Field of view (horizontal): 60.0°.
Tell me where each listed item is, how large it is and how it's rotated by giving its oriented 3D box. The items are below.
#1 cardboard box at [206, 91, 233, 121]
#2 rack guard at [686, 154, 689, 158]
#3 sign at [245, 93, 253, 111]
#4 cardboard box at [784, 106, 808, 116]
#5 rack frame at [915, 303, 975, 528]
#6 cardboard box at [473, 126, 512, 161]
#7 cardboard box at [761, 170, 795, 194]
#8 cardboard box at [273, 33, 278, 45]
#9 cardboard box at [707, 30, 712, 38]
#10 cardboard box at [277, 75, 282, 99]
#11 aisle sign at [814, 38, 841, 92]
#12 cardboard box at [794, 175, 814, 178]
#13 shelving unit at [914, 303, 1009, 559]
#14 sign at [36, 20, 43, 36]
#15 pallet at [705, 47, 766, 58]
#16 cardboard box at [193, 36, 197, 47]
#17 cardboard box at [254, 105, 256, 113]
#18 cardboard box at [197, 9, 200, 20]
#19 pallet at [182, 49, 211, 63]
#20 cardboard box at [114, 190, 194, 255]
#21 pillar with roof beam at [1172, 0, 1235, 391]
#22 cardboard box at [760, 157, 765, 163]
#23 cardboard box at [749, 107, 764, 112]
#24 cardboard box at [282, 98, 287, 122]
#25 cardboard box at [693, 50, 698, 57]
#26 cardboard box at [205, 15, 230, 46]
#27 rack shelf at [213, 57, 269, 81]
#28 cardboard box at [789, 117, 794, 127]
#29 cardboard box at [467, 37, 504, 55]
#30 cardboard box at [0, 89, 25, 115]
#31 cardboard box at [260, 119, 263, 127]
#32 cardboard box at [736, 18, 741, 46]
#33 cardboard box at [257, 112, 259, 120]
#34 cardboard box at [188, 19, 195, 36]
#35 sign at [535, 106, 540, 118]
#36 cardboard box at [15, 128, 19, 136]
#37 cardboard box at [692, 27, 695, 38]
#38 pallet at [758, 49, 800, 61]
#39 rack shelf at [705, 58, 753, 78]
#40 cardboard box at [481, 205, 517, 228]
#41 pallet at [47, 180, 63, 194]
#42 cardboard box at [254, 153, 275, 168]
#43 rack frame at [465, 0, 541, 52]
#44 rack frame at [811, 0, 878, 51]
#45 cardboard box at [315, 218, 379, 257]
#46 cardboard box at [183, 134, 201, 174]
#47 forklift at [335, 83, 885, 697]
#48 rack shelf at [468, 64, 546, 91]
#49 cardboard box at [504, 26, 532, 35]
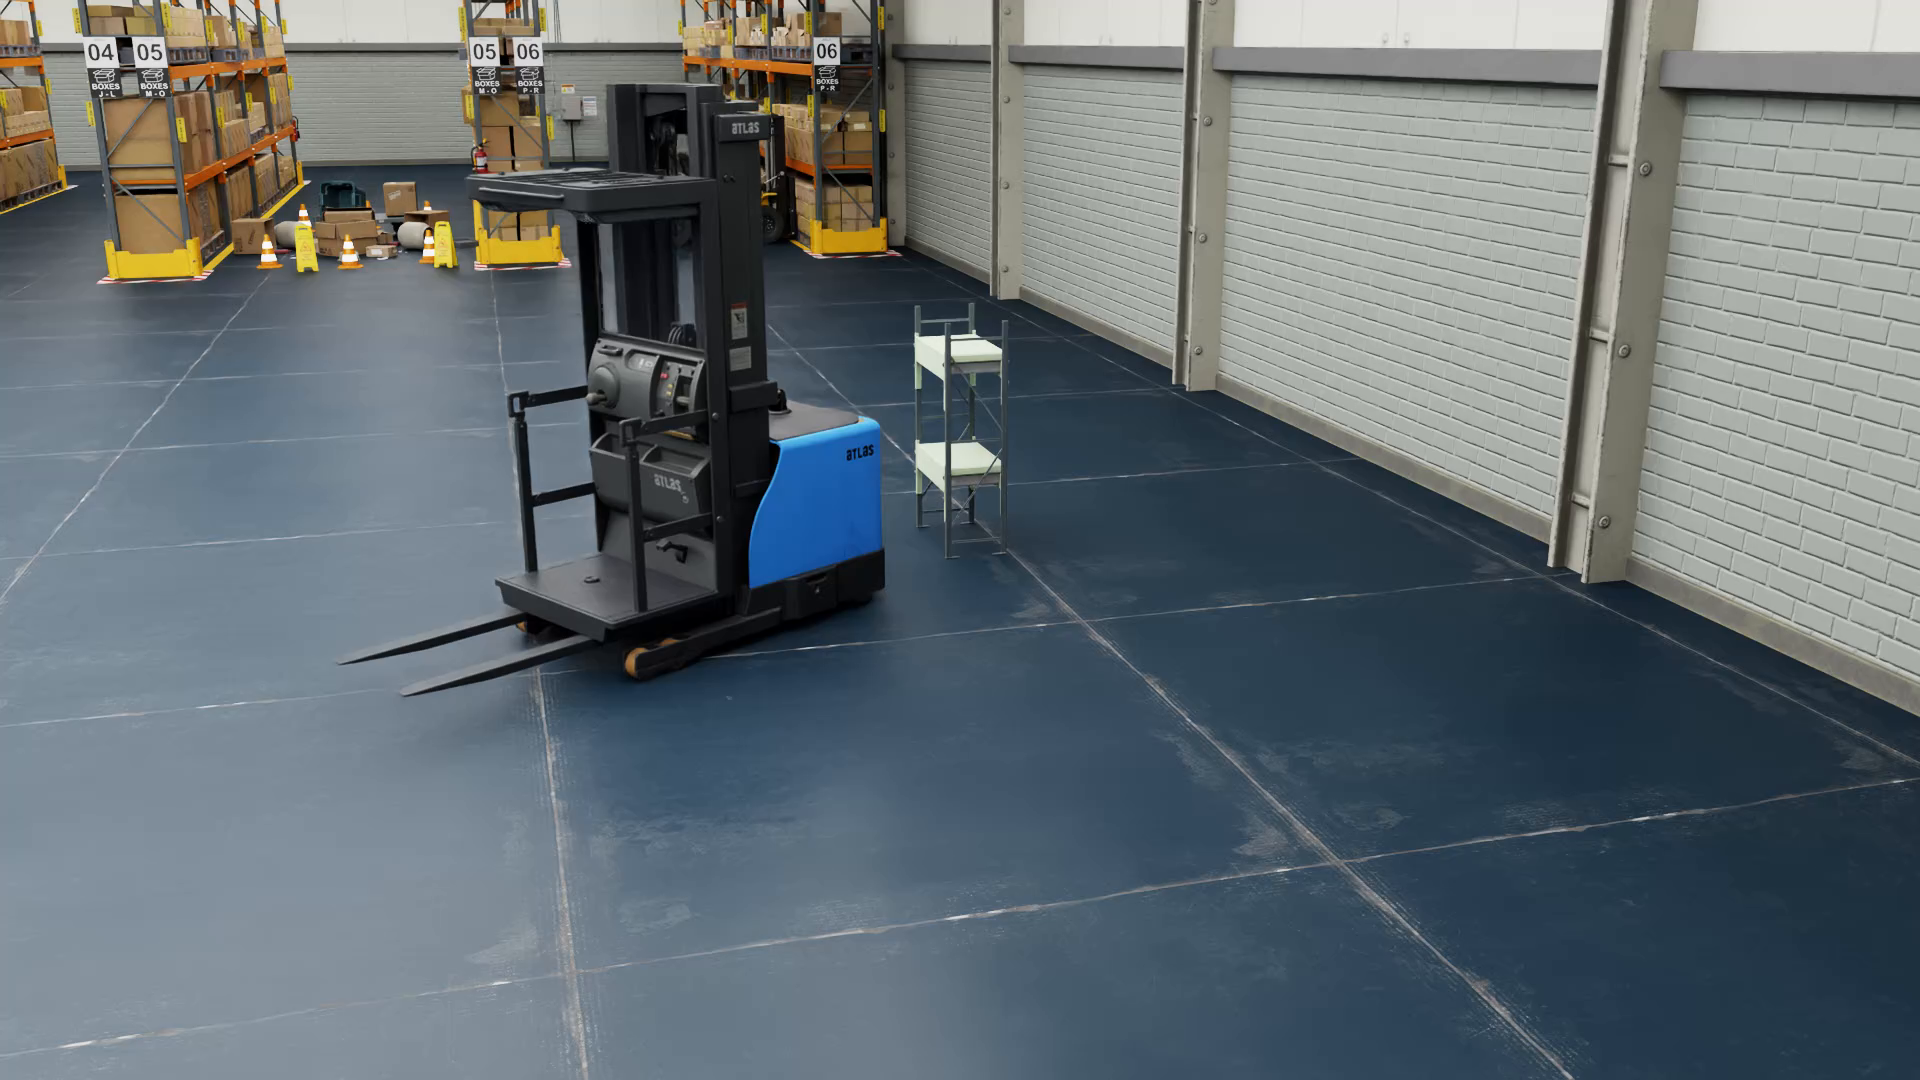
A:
[{"bbox_3d":[-13.185,-7.616,29.181,0.700,0.500,0.500,-5,17,-16],"label":"cardboard box"},{"bbox_3d":[-6.113,-9.162,40.583,1.175,0.500,0.348,-5,17,-15],"label":"rack guard"},{"bbox_3d":[-12.906,-7.954,30.204,0.100,0.325,0.005,-5,17,-15],"label":"sign"},{"bbox_3d":[-2.727,-7.166,27.776,0.380,0.149,0.250,-5,17,-16],"label":"cardboard box"},{"bbox_3d":[-0.099,-0.818,11.067,0.400,1.500,0.023,-5,17,-15],"label":"rack frame"},{"bbox_3d":[-6.923,-5.879,24.620,0.500,0.500,0.500,-5,17,-16],"label":"cardboard box"},{"bbox_3d":[-3.196,-6.483,30.719,0.875,0.625,0.625,-5,17,-16],"label":"cardboard box"},{"bbox_3d":[-14.986,-10.781,35.806,0.500,0.250,0.500,-4,17,-14],"label":"cardboard box"},{"bbox_3d":[-5.108,-10.653,35.005,0.380,0.149,0.250,-5,17,-16],"label":"cardboard box"},{"bbox_3d":[-14.833,-9.700,35.602,0.500,0.500,0.500,-5,18,-17],"label":"cardboard box"},{"bbox_3d":[-2.001,-7.158,25.048,0.394,0.787,0.004,-5,17,-15],"label":"aisle sign"},{"bbox_3d":[-2.726,-5.986,27.978,0.500,0.250,0.500,-4,17,-13],"label":"cardboard box"},{"bbox_3d":[0.002,-0.716,10.730,0.431,1.500,0.755,-5,17,-15],"label":"shelving unit"},{"bbox_3d":[-19.908,-11.065,35.958,0.100,0.325,0.005,-5,17,-15],"label":"sign"},{"bbox_3d":[-4.635,-10.148,34.633,1.213,0.211,1.003,-5,17,-15],"label":"pallet"},{"bbox_3d":[-11.653,-7.457,24.881,0.380,0.149,0.250,-4,17,-14],"label":"cardboard box"},{"bbox_3d":[-13.883,-8.370,32.276,0.380,0.149,0.250,-6,18,-18],"label":"cardboard box"},{"bbox_3d":[-11.863,-8.049,25.467,0.380,0.149,0.250,-5,17,-15],"label":"cardboard box"},{"bbox_3d":[-12.639,-7.843,26.965,0.805,0.209,1.217,-5,18,-17],"label":"pallet"},{"bbox_3d":[-11.490,-4.507,23.707,0.875,0.875,0.875,-5,17,-15],"label":"cardboard box"},{"bbox_3d":[-1.903,-5.432,13.392,9.100,9.000,0.400,-5,17,-15],"label":"pillar with roof beam"},{"bbox_3d":[-3.972,-7.789,34.155,0.380,0.149,0.250,-4,17,-15],"label":"cardboard box"},{"bbox_3d":[-3.766,-8.058,31.262,0.380,0.149,0.250,-4,17,-14],"label":"cardboard box"},{"bbox_3d":[-14.981,-9.371,36.245,0.500,0.500,0.500,-5,17,-15],"label":"cardboard box"},{"bbox_3d":[-5.869,-11.089,37.878,0.380,0.149,0.250,-4,17,-14],"label":"cardboard box"},{"bbox_3d":[-12.692,-8.629,28.173,0.500,0.500,0.500,-5,17,-15],"label":"cardboard box"},{"bbox_3d":[-13.988,-9.000,31.735,1.077,0.370,4.000,-5,17,-15],"label":"rack shelf"},{"bbox_3d":[-2.596,-6.881,27.344,0.380,0.149,0.250,-5,17,-16],"label":"cardboard box"},{"bbox_3d":[-6.908,-7.188,24.198,0.500,0.250,0.500,-5,17,-16],"label":"cardboard box"},{"bbox_3d":[-19.496,-8.959,34.005,0.500,0.500,0.500,-5,18,-17],"label":"cardboard box"},{"bbox_3d":[-14.100,-8.306,33.098,0.380,0.149,0.250,-5,17,-15],"label":"cardboard box"},{"bbox_3d":[-3.971,-9.681,31.675,0.500,0.500,0.500,-5,17,-15],"label":"cardboard box"},{"bbox_3d":[-13.950,-8.301,32.561,0.380,0.149,0.250,-6,18,-18],"label":"cardboard box"},{"bbox_3d":[-11.683,-7.610,24.698,0.500,0.250,0.500,-5,17,-16],"label":"cardboard box"},{"bbox_3d":[-7.088,-7.127,27.959,0.100,0.325,0.005,-5,17,-15],"label":"sign"},{"bbox_3d":[-19.242,-8.230,33.572,0.380,0.149,0.250,-4,17,-13],"label":"cardboard box"},{"bbox_3d":[-5.831,-11.564,37.895,0.500,0.250,0.500,-4,17,-14],"label":"cardboard box"},{"bbox_3d":[-3.091,-8.649,29.648,0.805,0.209,1.217,-5,18,-17],"label":"pallet"},{"bbox_3d":[-4.485,-9.812,34.441,1.077,0.370,4.000,-5,17,-15],"label":"rack shelf"},{"bbox_3d":[-6.979,-5.005,25.147,0.500,0.500,0.500,-5,17,-15],"label":"cardboard box"},{"bbox_3d":[-20.139,-7.652,36.061,1.003,0.211,1.213,-5,17,-15],"label":"pallet"},{"bbox_3d":[-14.090,-7.638,33.476,0.500,0.250,0.500,-5,17,-17],"label":"cardboard box"},{"bbox_3d":[-6.509,-8.434,23.387,1.000,3.000,0.127,-5,17,-15],"label":"rack frame"},{"bbox_3d":[-1.737,-8.827,24.697,1.000,3.000,0.127,-5,17,-15],"label":"rack frame"},{"bbox_3d":[-9.425,-4.651,25.560,0.637,0.503,0.797,11,20,32],"label":"cardboard box"},{"bbox_3d":[-11.591,-5.628,24.212,0.875,0.550,0.550,-5,17,-15],"label":"cardboard box"},{"bbox_3d":[-1.811,-0.848,8.681,1.130,2.935,3.031,15,22,41],"label":"forklift"},{"bbox_3d":[-7.058,-7.206,25.764,1.077,0.370,4.000,-5,17,-15],"label":"rack shelf"},{"bbox_3d":[-6.410,-7.373,24.121,0.380,0.149,0.250,-5,17,-16],"label":"cardboard box"}]
